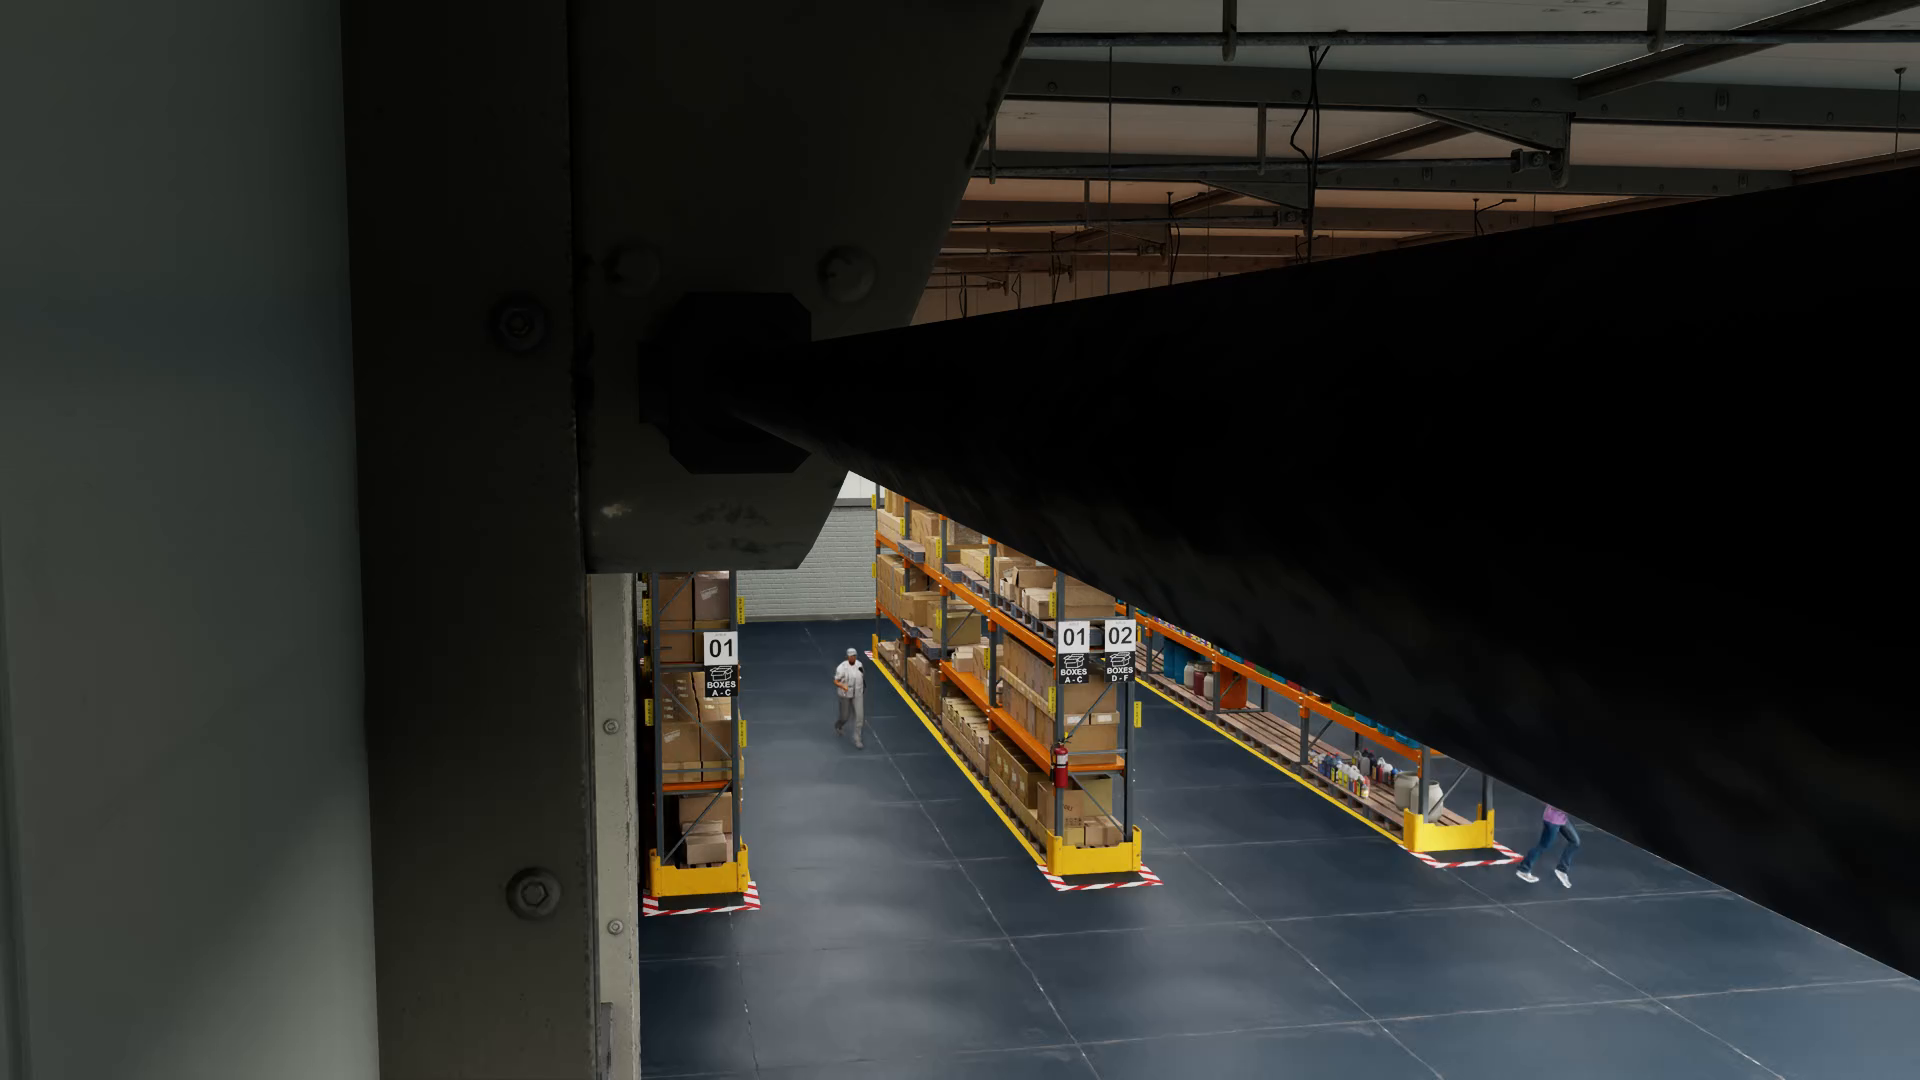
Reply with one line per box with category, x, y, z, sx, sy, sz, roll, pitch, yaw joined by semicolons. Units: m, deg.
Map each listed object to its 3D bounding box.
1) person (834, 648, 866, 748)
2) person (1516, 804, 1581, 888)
person;-1.862;2.626;28.108;0.592;1.655;0.886;-2;6;-23
person;7.268;3.454;20.334;0.823;1.618;0.549;3;6;24
